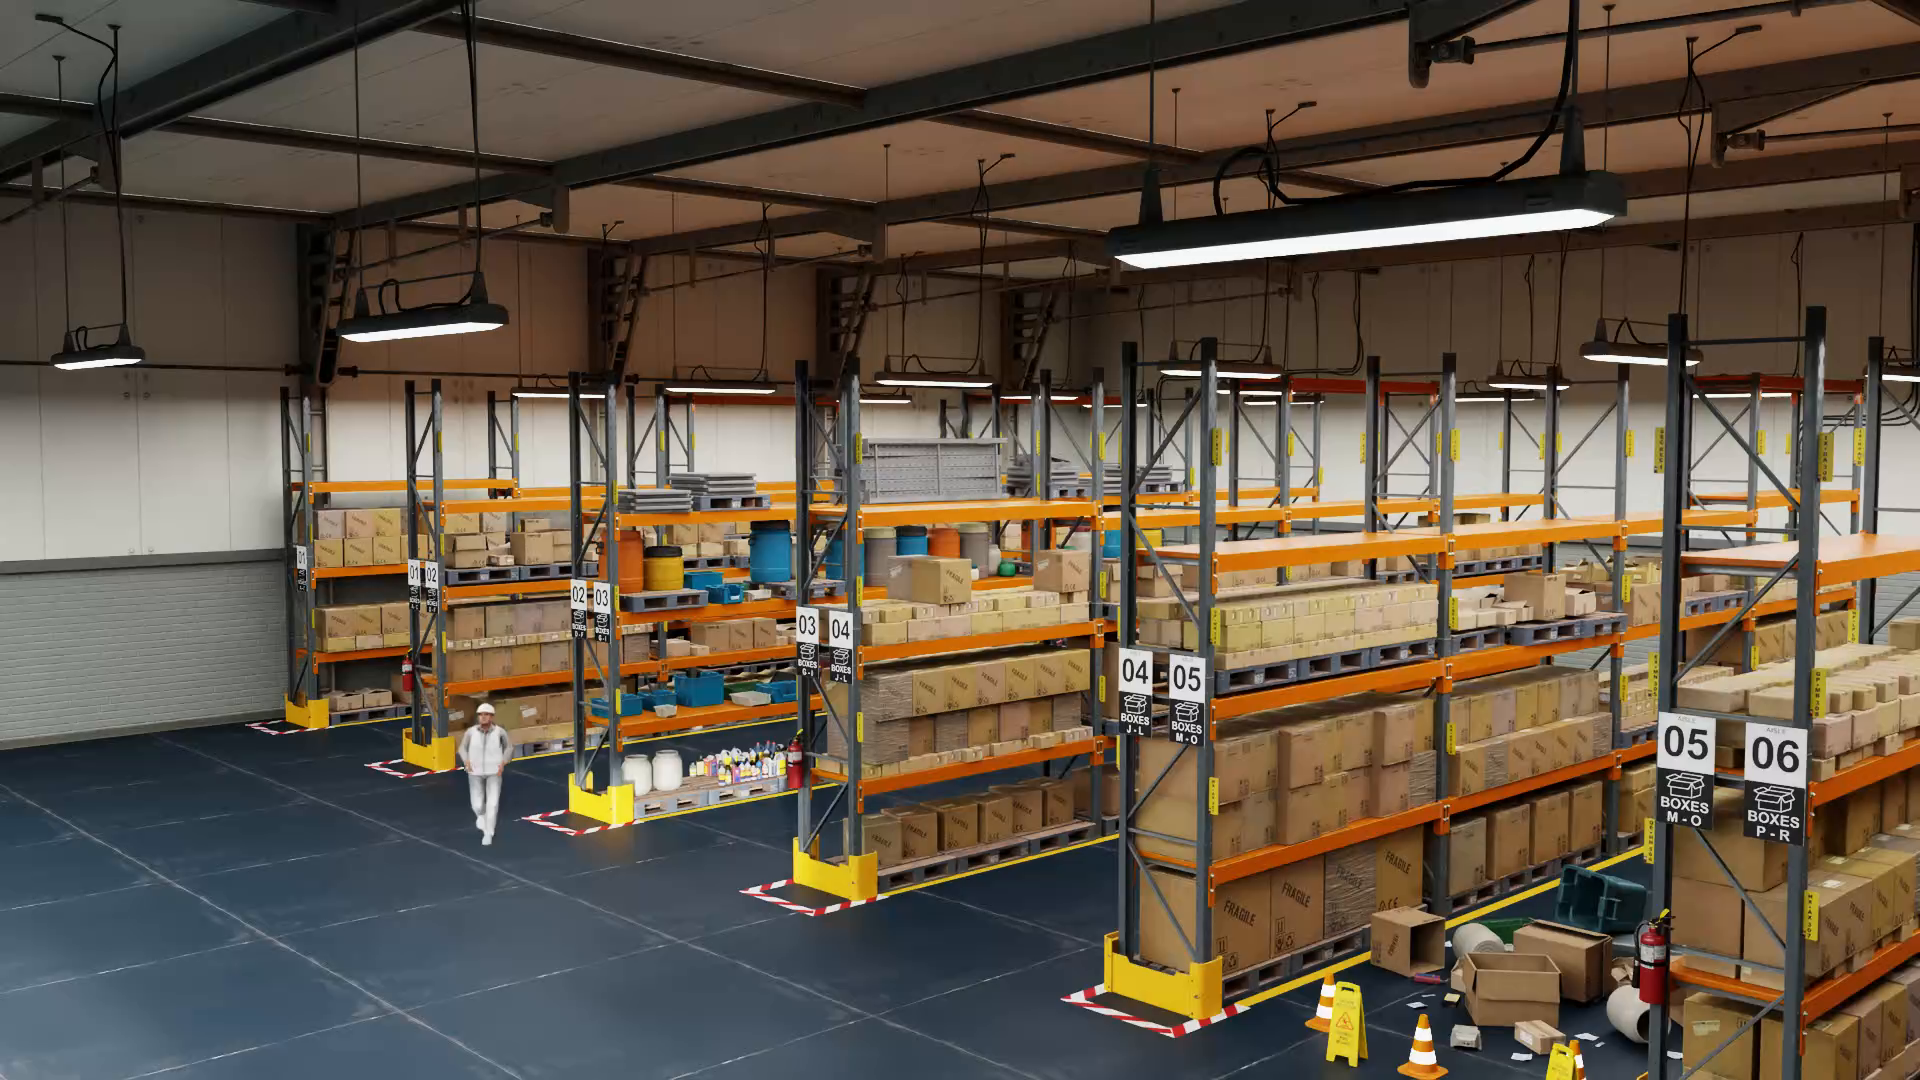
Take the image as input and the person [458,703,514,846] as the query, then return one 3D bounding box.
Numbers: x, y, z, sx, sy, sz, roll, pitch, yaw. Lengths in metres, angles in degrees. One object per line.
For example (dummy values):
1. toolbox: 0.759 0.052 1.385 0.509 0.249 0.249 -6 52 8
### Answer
1. person: -6.029 2.949 21.156 0.678 1.768 0.697 -1 4 -11
